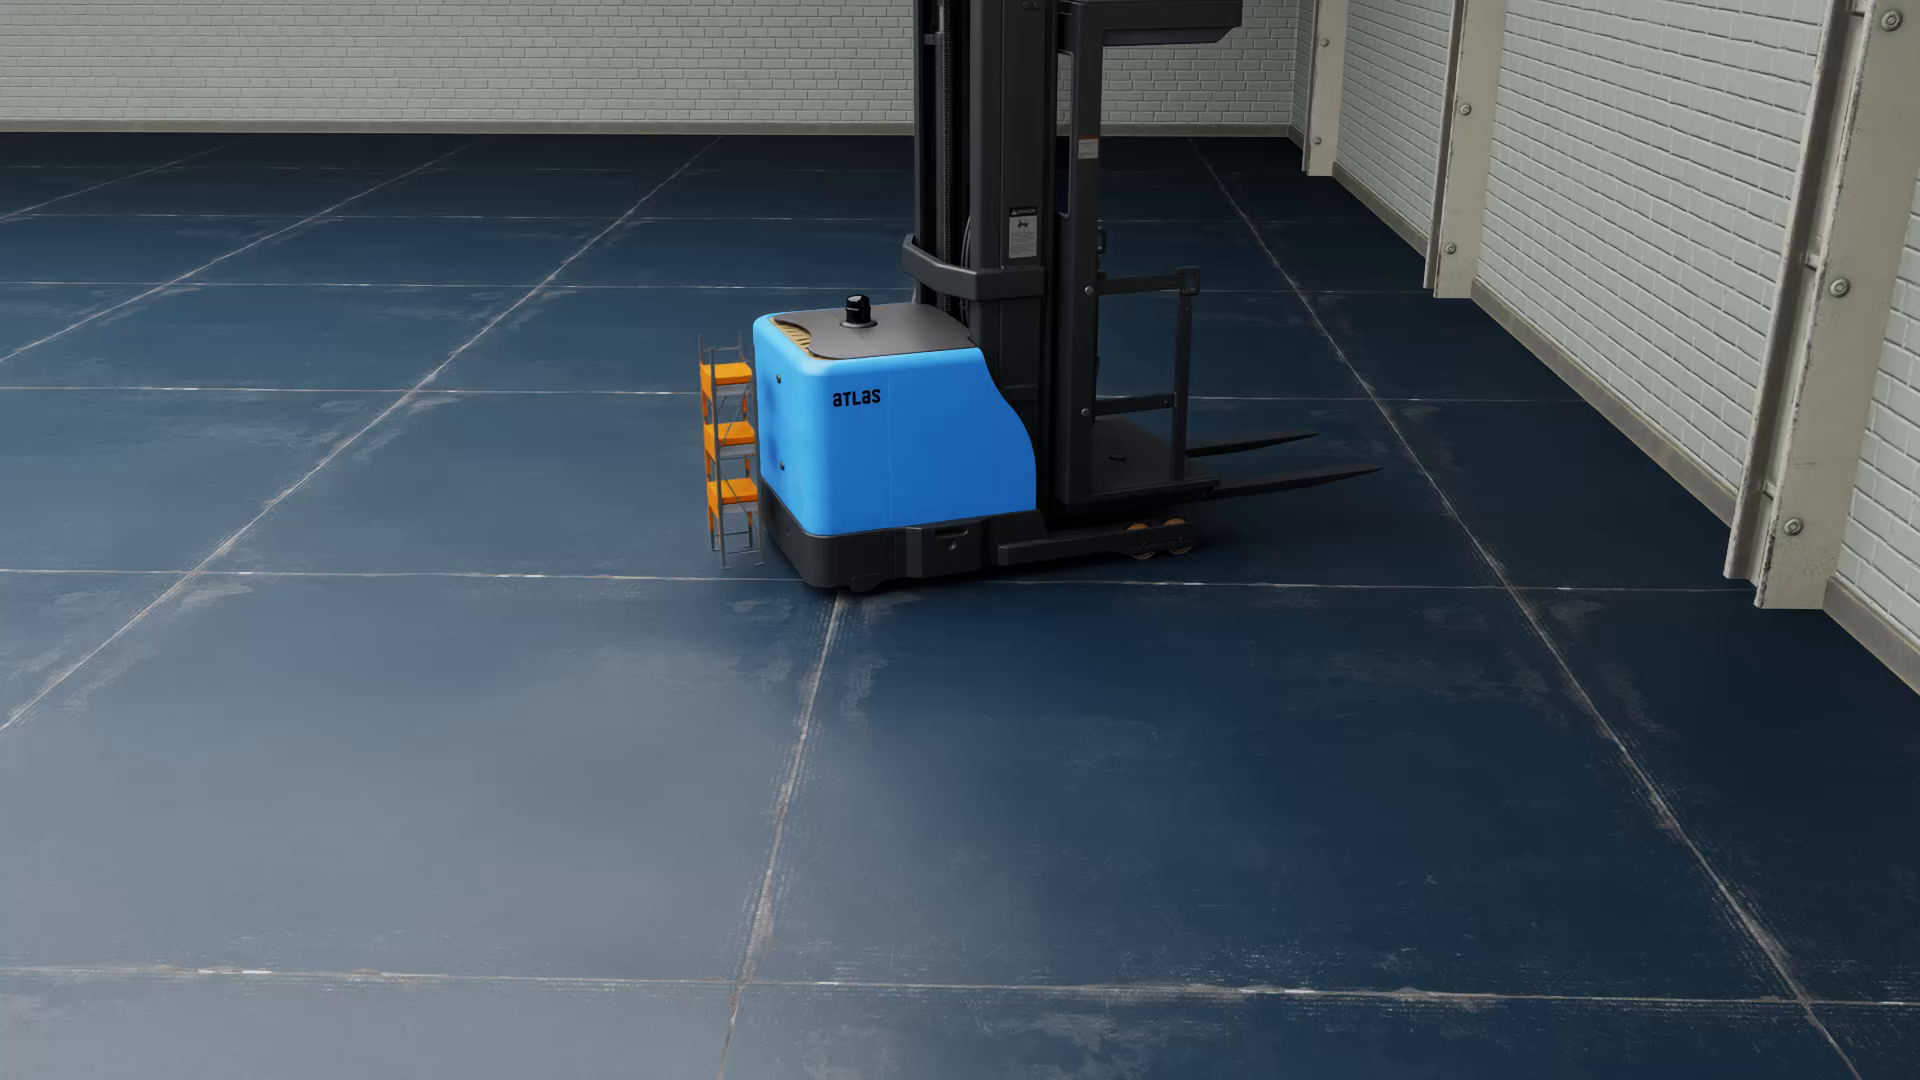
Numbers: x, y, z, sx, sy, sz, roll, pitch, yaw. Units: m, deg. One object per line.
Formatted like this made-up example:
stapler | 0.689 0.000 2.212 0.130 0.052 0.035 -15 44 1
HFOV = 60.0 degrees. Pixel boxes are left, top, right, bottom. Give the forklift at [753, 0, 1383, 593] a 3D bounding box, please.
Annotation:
forklift | 0.591 -1.445 7.702 3.031 2.935 1.130 -8 22 -19

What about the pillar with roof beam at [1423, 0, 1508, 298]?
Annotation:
pillar with roof beam | -0.473 -6.184 11.527 9.100 9.000 0.400 1 21 2

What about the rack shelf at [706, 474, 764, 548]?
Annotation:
rack shelf | -1.045 -0.138 7.732 0.215 0.259 0.240 -7 22 -18

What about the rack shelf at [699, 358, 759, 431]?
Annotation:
rack shelf | -1.045 -0.662 7.529 0.215 0.259 0.240 -7 22 -18

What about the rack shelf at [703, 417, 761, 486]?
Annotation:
rack shelf | -1.045 -0.397 7.631 0.215 0.259 0.240 -7 22 -18

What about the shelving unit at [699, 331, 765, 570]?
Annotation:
shelving unit | -1.045 -0.407 7.627 0.215 1.050 0.252 -7 22 -18

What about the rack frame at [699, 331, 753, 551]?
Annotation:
rack frame | -1.086 -0.449 7.735 0.200 1.050 0.008 -7 22 -18

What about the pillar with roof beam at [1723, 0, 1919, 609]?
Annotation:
pillar with roof beam | -0.655 -4.015 5.936 9.100 9.000 0.400 1 21 2

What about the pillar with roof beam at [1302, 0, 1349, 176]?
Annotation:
pillar with roof beam | -0.290 -8.354 17.118 9.100 9.000 0.400 1 21 2

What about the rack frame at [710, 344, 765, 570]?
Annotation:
rack frame | -1.005 -0.366 7.520 0.200 1.050 0.008 -7 22 -18
